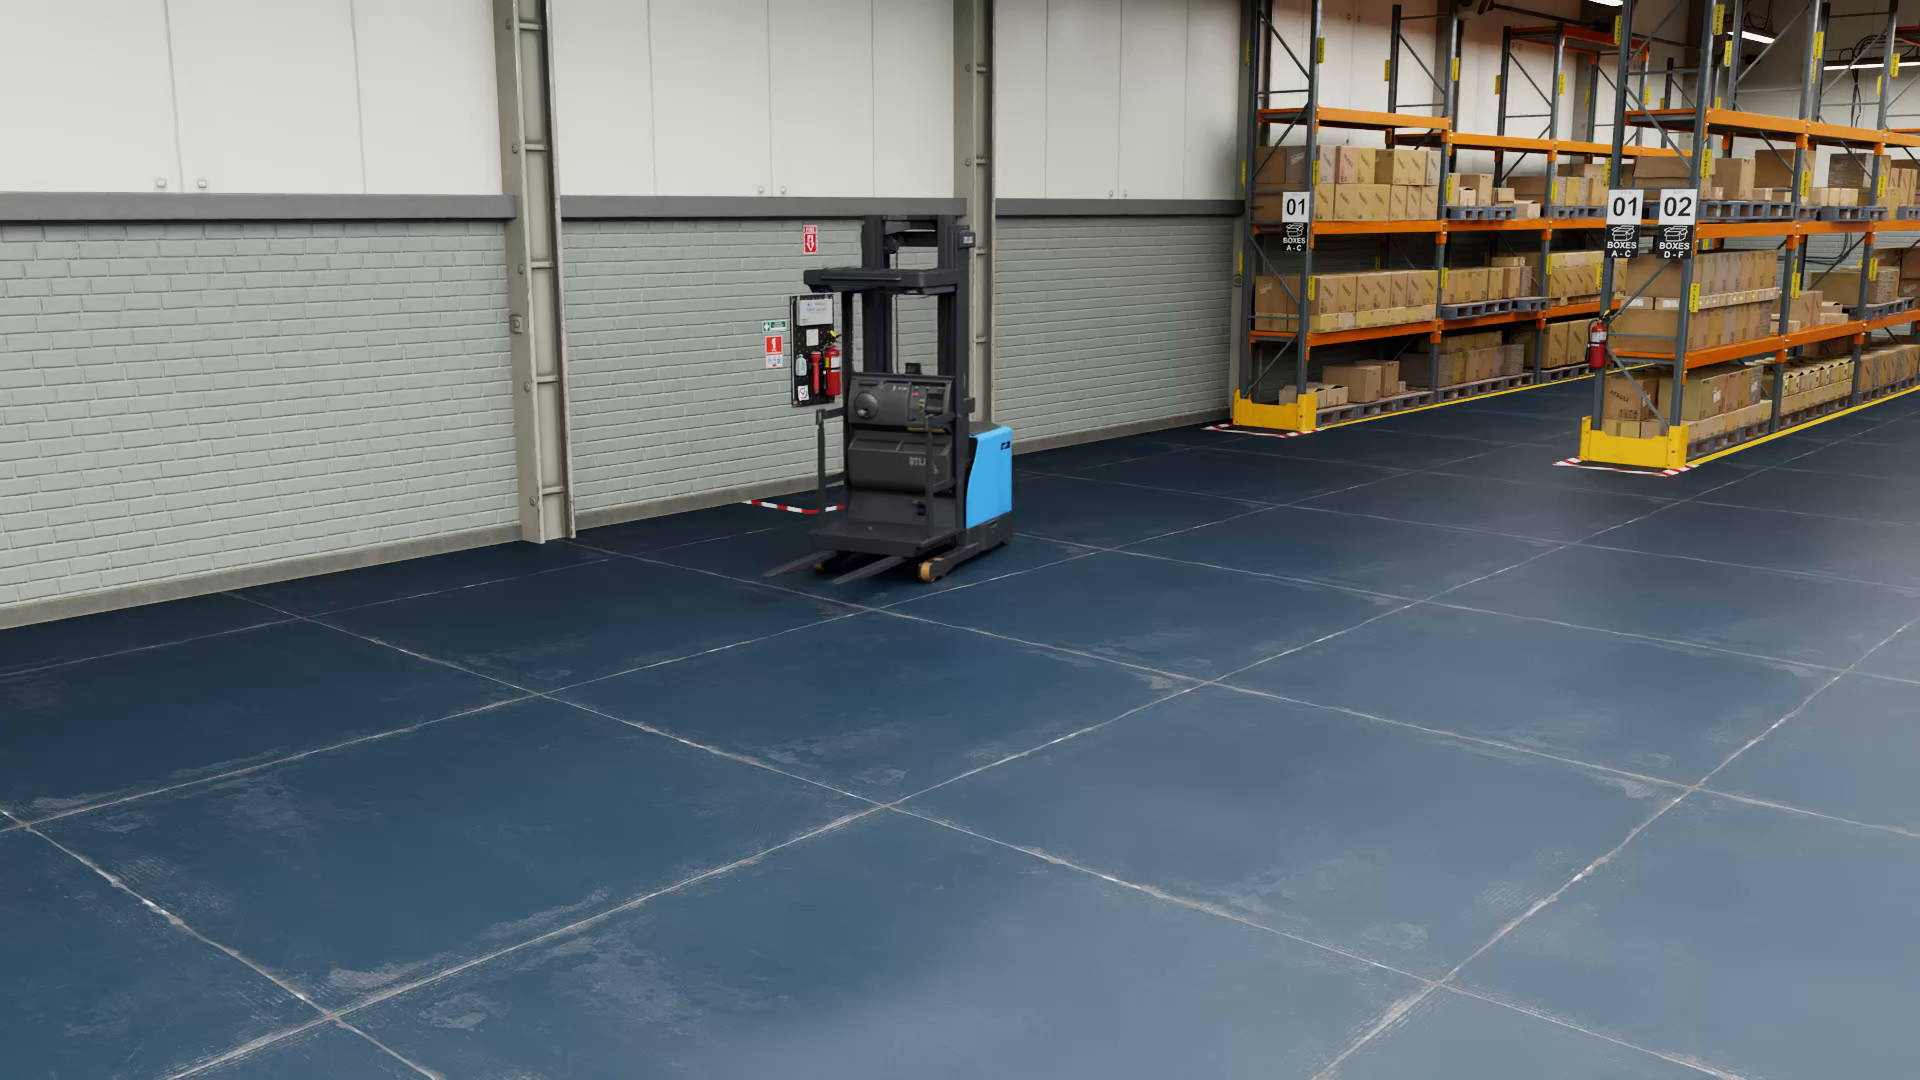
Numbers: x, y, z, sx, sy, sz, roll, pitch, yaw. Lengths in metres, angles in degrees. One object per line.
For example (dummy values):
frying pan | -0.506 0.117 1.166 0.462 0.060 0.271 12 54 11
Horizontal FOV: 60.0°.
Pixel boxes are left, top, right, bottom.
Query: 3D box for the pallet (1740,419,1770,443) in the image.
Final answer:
pallet | 10.123 -1.507 22.256 1.003 0.211 1.213 10 15 40

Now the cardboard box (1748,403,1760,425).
cardboard box | 10.200 -1.675 21.925 0.500 0.250 0.500 10 15 40

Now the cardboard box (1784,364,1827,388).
cardboard box | 12.153 -2.374 23.992 0.500 0.311 0.500 10 15 42

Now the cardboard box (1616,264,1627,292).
cardboard box | 12.121 -4.907 31.095 0.500 0.500 0.500 9 15 39

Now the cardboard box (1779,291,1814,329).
cardboard box | 11.877 -3.297 23.844 0.500 0.500 0.500 10 15 40

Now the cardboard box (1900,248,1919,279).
cardboard box | 16.482 -4.735 28.492 0.500 0.500 0.500 10 15 42

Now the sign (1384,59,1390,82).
sign | 6.535 -7.175 25.406 0.100 0.325 0.005 10 15 40

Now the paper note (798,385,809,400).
paper note | -1.662 -1.562 17.660 0.016 0.148 0.142 10 15 40

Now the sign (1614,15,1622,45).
sign | 7.640 -5.909 19.270 0.100 0.325 0.005 10 15 40

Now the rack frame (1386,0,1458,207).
rack frame | 6.956 -6.568 25.158 1.000 3.000 0.127 10 15 40

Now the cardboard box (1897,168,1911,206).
cardboard box | 15.148 -5.772 27.250 0.600 0.600 0.600 10 15 40

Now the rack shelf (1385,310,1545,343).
rack shelf | 8.276 -3.567 27.290 1.077 0.370 4.000 10 15 40

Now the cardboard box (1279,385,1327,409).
cardboard box | 4.839 -2.025 23.471 0.500 0.311 0.500 8 14 34

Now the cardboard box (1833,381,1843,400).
cardboard box | 12.818 -2.247 24.789 0.500 0.250 0.500 10 15 40

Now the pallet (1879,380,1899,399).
pallet | 14.646 -2.491 27.182 1.003 0.211 1.213 10 15 40

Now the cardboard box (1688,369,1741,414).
cardboard box | 9.552 -1.893 21.105 0.500 0.500 0.500 10 15 40

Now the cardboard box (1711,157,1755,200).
cardboard box | 9.340 -4.401 20.283 0.500 0.500 0.500 10 15 40

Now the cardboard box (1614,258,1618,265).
cardboard box | 11.776 -5.200 30.644 0.500 0.250 0.500 10 15 42

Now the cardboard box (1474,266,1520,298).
cardboard box | 8.945 -4.323 27.858 0.700 0.500 0.500 8 14 35

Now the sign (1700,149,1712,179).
sign | 8.452 -4.263 18.845 0.100 0.325 0.005 10 15 40

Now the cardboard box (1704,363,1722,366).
cardboard box | 9.814 -2.109 22.184 0.500 0.500 0.500 10 15 40

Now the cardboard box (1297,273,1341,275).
cardboard box | 5.144 -3.588 23.972 0.500 0.500 0.500 9 15 39

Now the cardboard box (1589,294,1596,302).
cardboard box | 11.354 -4.422 30.322 0.380 0.149 0.250 9 15 39

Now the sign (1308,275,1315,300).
sign | 4.723 -3.392 22.364 0.100 0.325 0.005 10 15 40

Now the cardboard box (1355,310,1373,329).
cardboard box | 5.549 -3.157 23.729 0.500 0.250 0.500 9 15 39

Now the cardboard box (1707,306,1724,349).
cardboard box | 9.032 -2.664 20.673 0.700 0.500 0.500 10 15 41

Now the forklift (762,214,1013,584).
forklift | -0.590 -1.189 13.721 1.130 2.935 3.031 5 12 24

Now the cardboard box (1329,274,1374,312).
cardboard box | 5.536 -3.519 23.630 0.500 0.500 0.500 9 14 39

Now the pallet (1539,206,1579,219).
pallet | 9.981 -5.694 28.926 1.213 0.211 1.003 11 16 43

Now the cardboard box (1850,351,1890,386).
cardboard box | 14.511 -2.745 26.596 0.500 0.500 0.500 10 15 40

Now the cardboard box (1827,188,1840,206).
cardboard box | 12.344 -4.942 23.986 0.500 0.250 0.500 9 15 39

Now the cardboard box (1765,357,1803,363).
cardboard box | 12.413 -2.590 25.074 0.500 0.311 0.500 9 15 39

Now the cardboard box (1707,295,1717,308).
cardboard box | 8.966 -2.907 20.235 0.380 0.149 0.250 9 15 39

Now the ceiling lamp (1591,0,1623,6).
ceiling lamp | 8.975 -9.048 22.671 0.800 3.185 2.000 10 15 40

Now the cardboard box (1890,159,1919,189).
cardboard box | 16.252 -6.250 28.416 0.700 0.500 0.500 10 15 40

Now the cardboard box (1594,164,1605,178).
cardboard box | 11.557 -6.794 30.655 0.500 0.250 0.500 -11 16 -43

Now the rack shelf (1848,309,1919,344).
rack shelf | 14.640 -3.516 27.032 1.077 0.370 4.000 10 15 40

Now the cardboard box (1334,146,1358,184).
cardboard box | 5.121 -5.150 22.859 0.500 0.500 0.500 10 15 40

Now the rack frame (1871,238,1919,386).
rack frame | 15.960 -4.163 28.435 1.000 3.000 0.127 10 15 40

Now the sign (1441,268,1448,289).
sign | 7.368 -3.981 25.316 0.100 0.325 0.005 10 15 40

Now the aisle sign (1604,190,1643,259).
aisle sign | 7.775 -3.701 19.483 0.394 0.787 0.004 10 15 40

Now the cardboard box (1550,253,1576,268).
cardboard box | 10.444 -4.900 29.142 0.500 0.250 0.500 9 15 40

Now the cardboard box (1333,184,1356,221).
cardboard box | 5.105 -4.659 22.951 0.500 0.500 0.500 -11 16 -44

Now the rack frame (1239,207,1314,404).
rack frame | 4.315 -3.037 22.799 1.000 3.000 0.127 10 15 40

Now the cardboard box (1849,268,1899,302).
cardboard box | 14.840 -4.150 27.043 0.700 0.500 0.500 6 13 26

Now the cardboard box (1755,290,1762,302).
cardboard box | 10.152 -3.172 21.560 0.380 0.149 0.250 10 15 40

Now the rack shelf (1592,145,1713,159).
rack shelf | 13.557 -7.490 32.634 1.077 0.370 4.000 10 15 40

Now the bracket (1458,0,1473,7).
bracket | 8.081 -8.735 26.819 0.235 0.232 0.430 10 15 40

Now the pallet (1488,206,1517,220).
pallet | 8.125 -5.235 26.622 1.213 0.211 1.003 10 15 40

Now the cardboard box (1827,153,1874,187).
cardboard box | 13.612 -5.648 25.404 0.500 0.500 0.500 10 15 40

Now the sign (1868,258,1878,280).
sign | 13.739 -4.071 25.018 0.100 0.325 0.005 10 15 40

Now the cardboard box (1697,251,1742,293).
cardboard box | 9.397 -3.384 20.965 0.700 0.500 0.500 10 15 40

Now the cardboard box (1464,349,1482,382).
cardboard box | 8.100 -2.879 27.263 0.700 0.500 0.500 10 15 41

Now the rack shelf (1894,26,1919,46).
rack shelf | 17.280 -8.676 29.066 1.077 0.370 4.000 10 15 40

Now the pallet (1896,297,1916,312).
pallet | 15.351 -3.965 27.936 1.003 0.211 1.213 10 15 40
